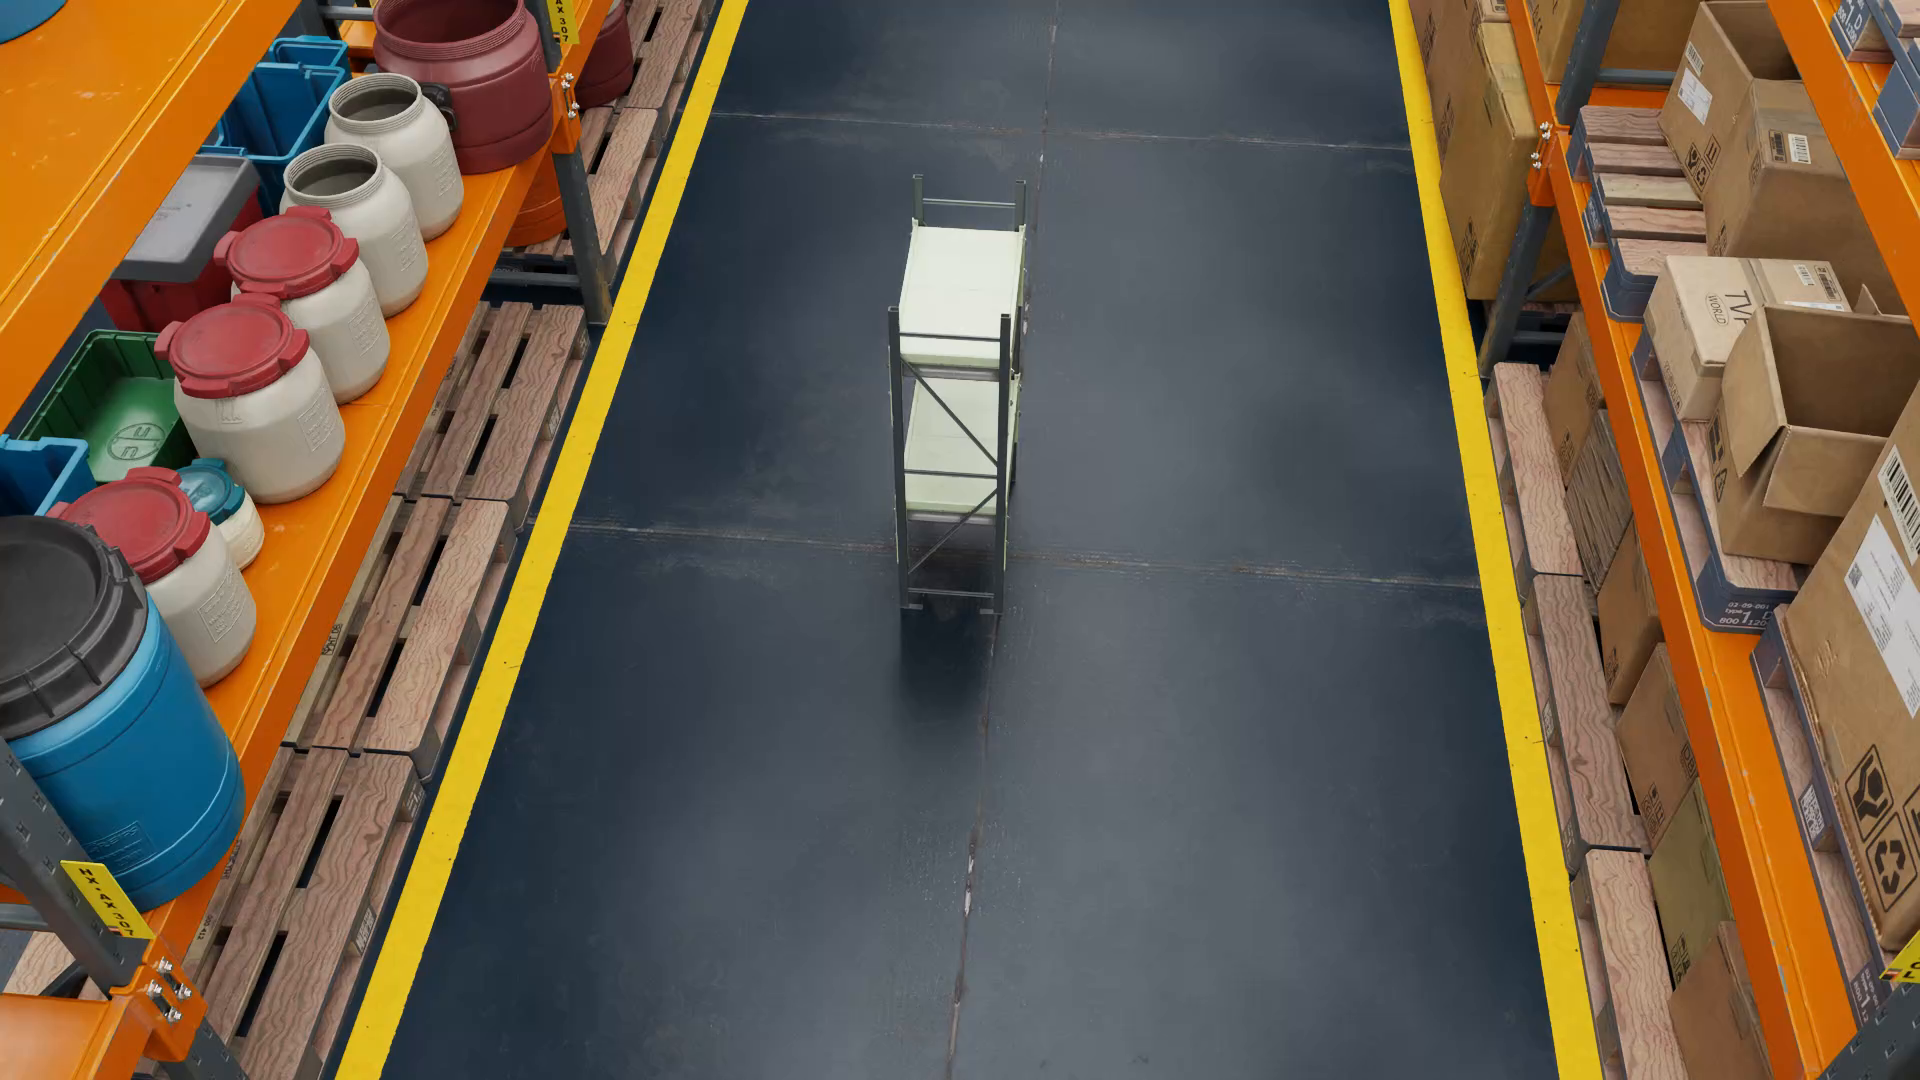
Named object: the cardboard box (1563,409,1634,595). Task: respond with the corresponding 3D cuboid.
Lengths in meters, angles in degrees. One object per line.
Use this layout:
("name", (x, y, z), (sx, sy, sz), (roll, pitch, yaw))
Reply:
("cardboard box", (2.737, -0.140, 6.241), (0.700, 0.500, 0.500), (0, 48, 0))

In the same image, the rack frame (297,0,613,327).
("rack frame", (-2.116, -2.070, 6.611), (1.000, 3.000, 0.127), (4, 48, 4))

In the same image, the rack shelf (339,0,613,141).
("rack shelf", (-1.934, -3.297, 8.221), (1.077, 0.370, 4.000), (4, 48, 4))

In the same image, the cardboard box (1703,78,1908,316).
("cardboard box", (2.856, -1.096, 5.368), (0.700, 0.500, 0.500), (10, 48, 9))

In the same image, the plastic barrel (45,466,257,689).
("plastic barrel", (-2.175, 0.135, 4.502), (0.433, 0.535, 0.433), (0, 48, 0))

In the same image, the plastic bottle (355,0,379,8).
("plastic bottle", (-2.504, -2.357, 6.952), (0.061, 0.283, 0.133), (4, 48, 4))

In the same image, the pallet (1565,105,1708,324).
("pallet", (2.858, -1.142, 5.892), (1.213, 0.211, 1.003), (4, 48, 4))

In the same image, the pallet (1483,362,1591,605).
("pallet", (2.744, -0.222, 6.810), (1.003, 0.211, 1.213), (4, 48, 4))

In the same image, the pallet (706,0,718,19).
("pallet", (-1.863, -3.505, 9.812), (1.003, 0.211, 1.213), (4, 48, 4))

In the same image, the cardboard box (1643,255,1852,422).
("cardboard box", (2.435, -0.612, 5.094), (0.500, 0.250, 0.500), (3, 48, 2))

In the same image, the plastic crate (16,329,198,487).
("plastic crate", (-2.603, -0.358, 5.189), (0.450, 0.188, 0.662), (4, 48, 4))

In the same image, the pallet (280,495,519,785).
("pallet", (-2.339, 0.331, 6.304), (1.003, 0.211, 1.213), (4, 48, 4))

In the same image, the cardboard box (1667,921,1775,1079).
("cardboard box", (2.529, 1.447, 4.789), (0.700, 0.500, 0.500), (1, 48, 1))

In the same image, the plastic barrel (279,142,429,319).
("plastic barrel", (-2.035, -1.028, 5.582), (0.421, 0.512, 0.421), (0, 48, 0))

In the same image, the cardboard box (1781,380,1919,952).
("cardboard box", (2.664, 0.283, 3.767), (1.000, 1.000, 1.000), (4, 48, 4))

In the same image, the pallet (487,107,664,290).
("pallet", (-2.086, -1.712, 8.172), (1.003, 0.211, 1.213), (4, 48, 4))

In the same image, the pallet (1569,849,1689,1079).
("pallet", (2.521, 1.571, 5.170), (1.003, 0.211, 1.213), (4, 48, 4))

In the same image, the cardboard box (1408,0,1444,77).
("cardboard box", (3.062, -2.973, 8.592), (1.225, 0.875, 0.875), (2, 48, 2))

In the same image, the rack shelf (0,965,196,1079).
("rack shelf", (-2.663, 2.581, 2.844), (1.077, 0.370, 4.000), (4, 48, 4))

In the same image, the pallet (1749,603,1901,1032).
("pallet", (2.666, 0.715, 4.193), (1.003, 0.211, 1.213), (4, 48, 4))

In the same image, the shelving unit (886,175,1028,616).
("shelving unit", (-0.001, -0.501, 6.192), (0.431, 1.500, 0.755), (4, 48, 4))

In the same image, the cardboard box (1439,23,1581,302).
("cardboard box", (2.900, -1.668, 7.398), (1.225, 0.875, 0.875), (2, 48, 2))

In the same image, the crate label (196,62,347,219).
("crate label", (-2.476, -1.371, 5.947), (0.502, 0.435, 0.616), (4, 48, 4))

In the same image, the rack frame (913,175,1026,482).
("rack frame", (0.033, -0.770, 6.438), (0.400, 1.500, 0.023), (4, 48, 4))

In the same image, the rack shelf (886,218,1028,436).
("rack shelf", (-0.001, -0.765, 5.904), (0.431, 0.370, 0.720), (4, 48, 4))

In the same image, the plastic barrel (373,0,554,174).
("plastic barrel", (-1.857, -1.755, 6.230), (0.600, 0.536, 0.708), (4, 48, 4))

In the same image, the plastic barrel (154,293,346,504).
("plastic barrel", (-2.108, -0.404, 4.995), (0.433, 0.535, 0.433), (0, 48, 0))

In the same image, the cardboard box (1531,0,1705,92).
("cardboard box", (2.615, -2.150, 6.616), (0.500, 0.500, 0.500), (5, 48, 5))

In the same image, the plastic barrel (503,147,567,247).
("plastic barrel", (-2.088, -1.840, 7.587), (0.600, 0.830, 0.708), (4, 48, 4))

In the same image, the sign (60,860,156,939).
("sign", (-1.934, 0.821, 3.779), (0.100, 0.325, 0.005), (4, 48, 4))

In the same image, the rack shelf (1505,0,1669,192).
("rack shelf", (2.999, -2.964, 7.916), (1.077, 0.370, 4.000), (4, 48, 4))

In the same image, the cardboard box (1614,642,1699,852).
("cardboard box", (2.642, 0.687, 5.485), (0.700, 0.500, 0.500), (0, 48, 0))
